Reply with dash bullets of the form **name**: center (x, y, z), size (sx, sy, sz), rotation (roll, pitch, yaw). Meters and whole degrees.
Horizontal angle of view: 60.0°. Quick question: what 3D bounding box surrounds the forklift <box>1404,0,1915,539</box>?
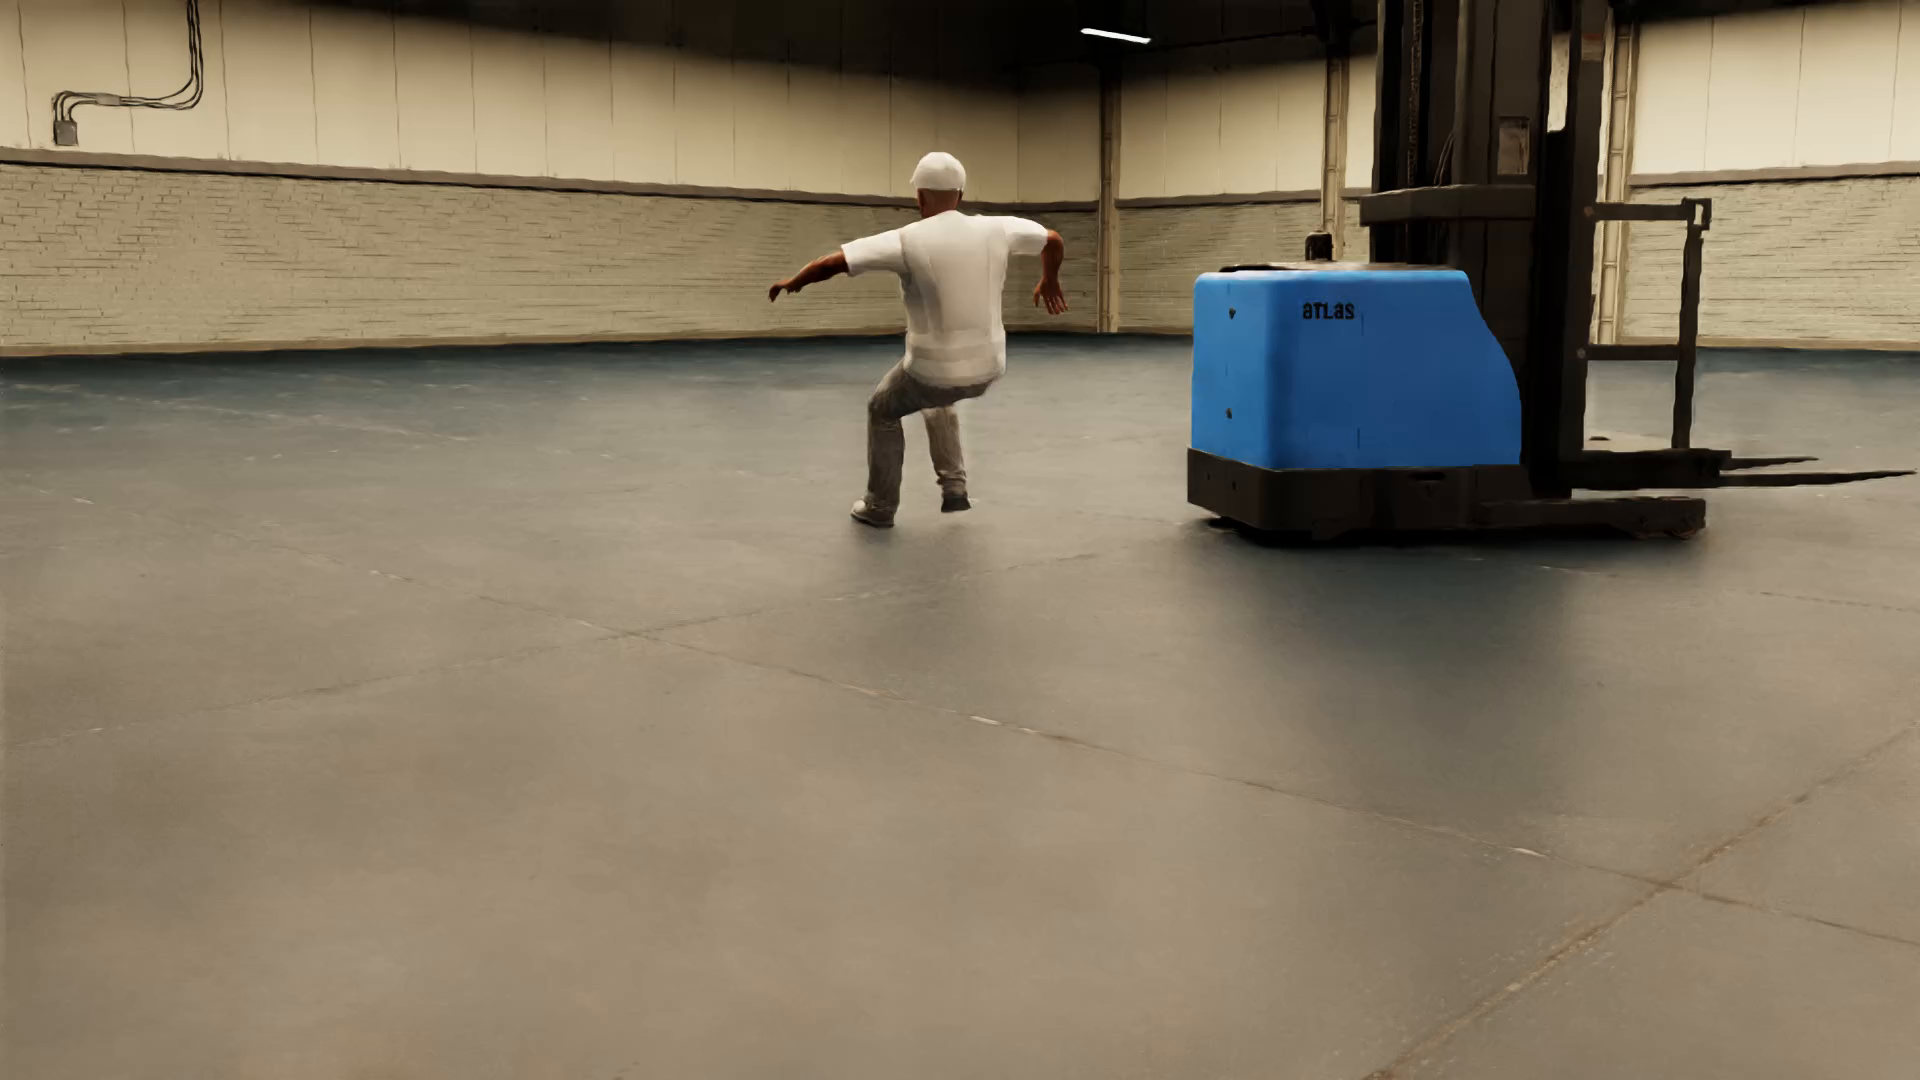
- **forklift**: center (2.576, -1.528, 7.022), size (3.031, 2.935, 1.121), rotation (-2, 9, -11)

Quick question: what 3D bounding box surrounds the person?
- **person**: center (-0.155, -0.811, 6.946), size (1.241, 1.550, 0.861), rotation (-5, 10, -30)
